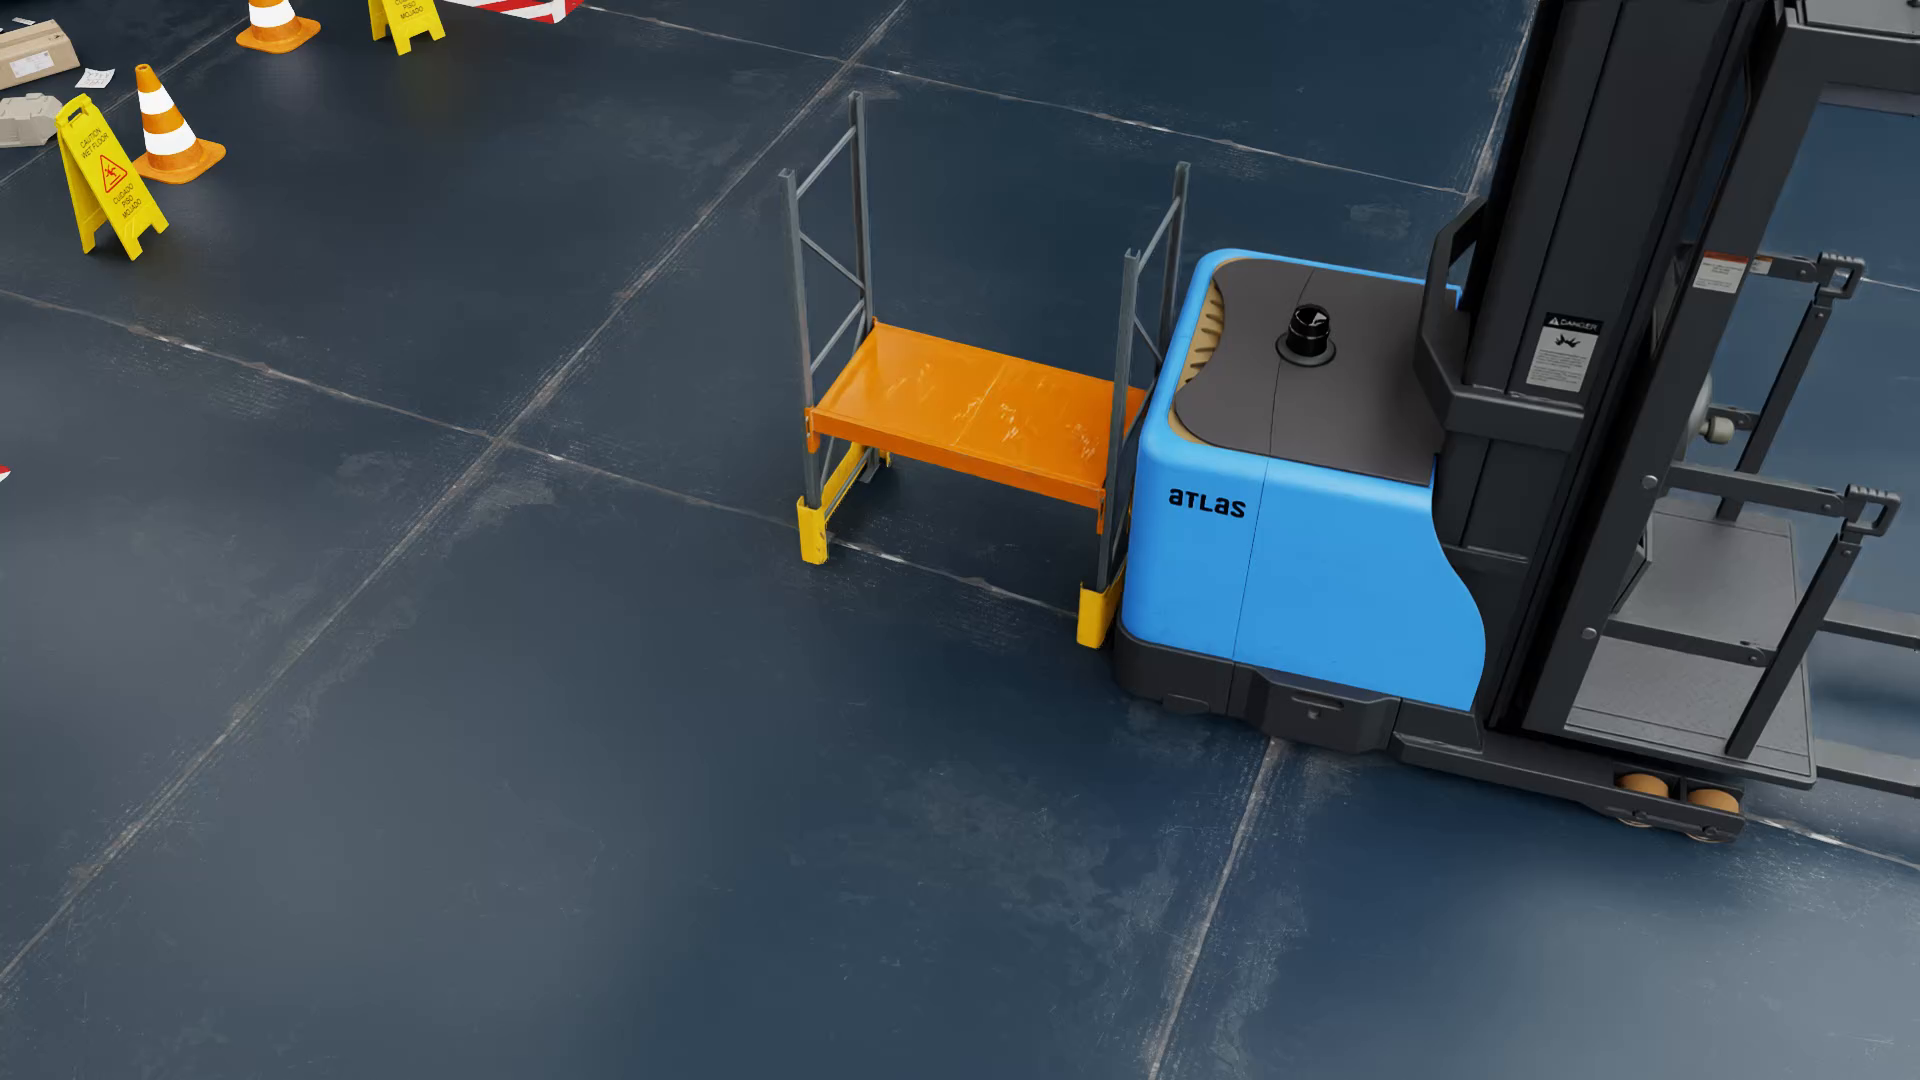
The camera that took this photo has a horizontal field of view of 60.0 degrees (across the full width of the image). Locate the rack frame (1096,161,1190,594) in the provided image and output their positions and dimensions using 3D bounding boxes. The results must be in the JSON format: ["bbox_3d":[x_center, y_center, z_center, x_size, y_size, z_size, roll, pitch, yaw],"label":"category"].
[{"bbox_3d":[0.541,-0.373,5.062,0.032,1.500,0.500,16,47,16],"label":"rack frame"}]

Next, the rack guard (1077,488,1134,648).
[{"bbox_3d":[0.523,0.065,5.508,0.087,0.250,0.587,16,47,16],"label":"rack guard"}]

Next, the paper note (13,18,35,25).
[{"bbox_3d":[-4.712,-2.610,8.367,0.123,0.001,0.032,16,47,16],"label":"paper note"}]

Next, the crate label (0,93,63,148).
[{"bbox_3d":[-4.253,-1.923,7.585,0.298,0.136,0.250,-5,45,-5],"label":"crate label"}]

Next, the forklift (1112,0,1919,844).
[{"bbox_3d":[2.053,-0.576,4.251,3.031,2.935,1.130,12,46,12],"label":"forklift"}]

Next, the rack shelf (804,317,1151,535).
[{"bbox_3d":[0.071,-0.382,5.326,1.000,0.185,0.538,16,47,16],"label":"rack shelf"}]

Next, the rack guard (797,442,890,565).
[{"bbox_3d":[-0.398,-0.202,5.776,0.087,0.250,0.587,16,47,16],"label":"rack guard"}]

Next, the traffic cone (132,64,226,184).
[{"bbox_3d":[-3.503,-1.865,7.296,0.334,0.463,0.336,16,47,16],"label":"traffic cone"}]

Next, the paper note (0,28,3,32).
[{"bbox_3d":[-4.861,-2.535,8.284,0.142,0.019,0.148,33,54,29],"label":"paper note"}]

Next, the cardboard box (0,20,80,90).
[{"bbox_3d":[-4.483,-2.332,7.989,0.380,0.149,0.250,-28,51,-25],"label":"cardboard box"}]

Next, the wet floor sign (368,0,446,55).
[{"bbox_3d":[-2.733,-2.719,8.026,0.232,0.644,0.267,33,54,29],"label":"wet floor sign"}]

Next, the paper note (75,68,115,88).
[{"bbox_3d":[-4.135,-2.211,7.950,0.142,0.019,0.148,2,45,2],"label":"paper note"}]

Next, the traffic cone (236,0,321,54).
[{"bbox_3d":[-3.390,-2.680,8.115,0.334,0.463,0.336,16,47,16],"label":"traffic cone"}]

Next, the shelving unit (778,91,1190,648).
[{"bbox_3d":[0.062,-0.512,5.201,1.083,1.500,0.587,16,47,16],"label":"shelving unit"}]

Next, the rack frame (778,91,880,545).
[{"bbox_3d":[-0.400,-0.646,5.336,0.032,1.500,0.500,16,47,16],"label":"rack frame"}]

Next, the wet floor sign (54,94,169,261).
[{"bbox_3d":[-3.520,-1.499,6.799,0.232,0.644,0.267,9,46,9],"label":"wet floor sign"}]
